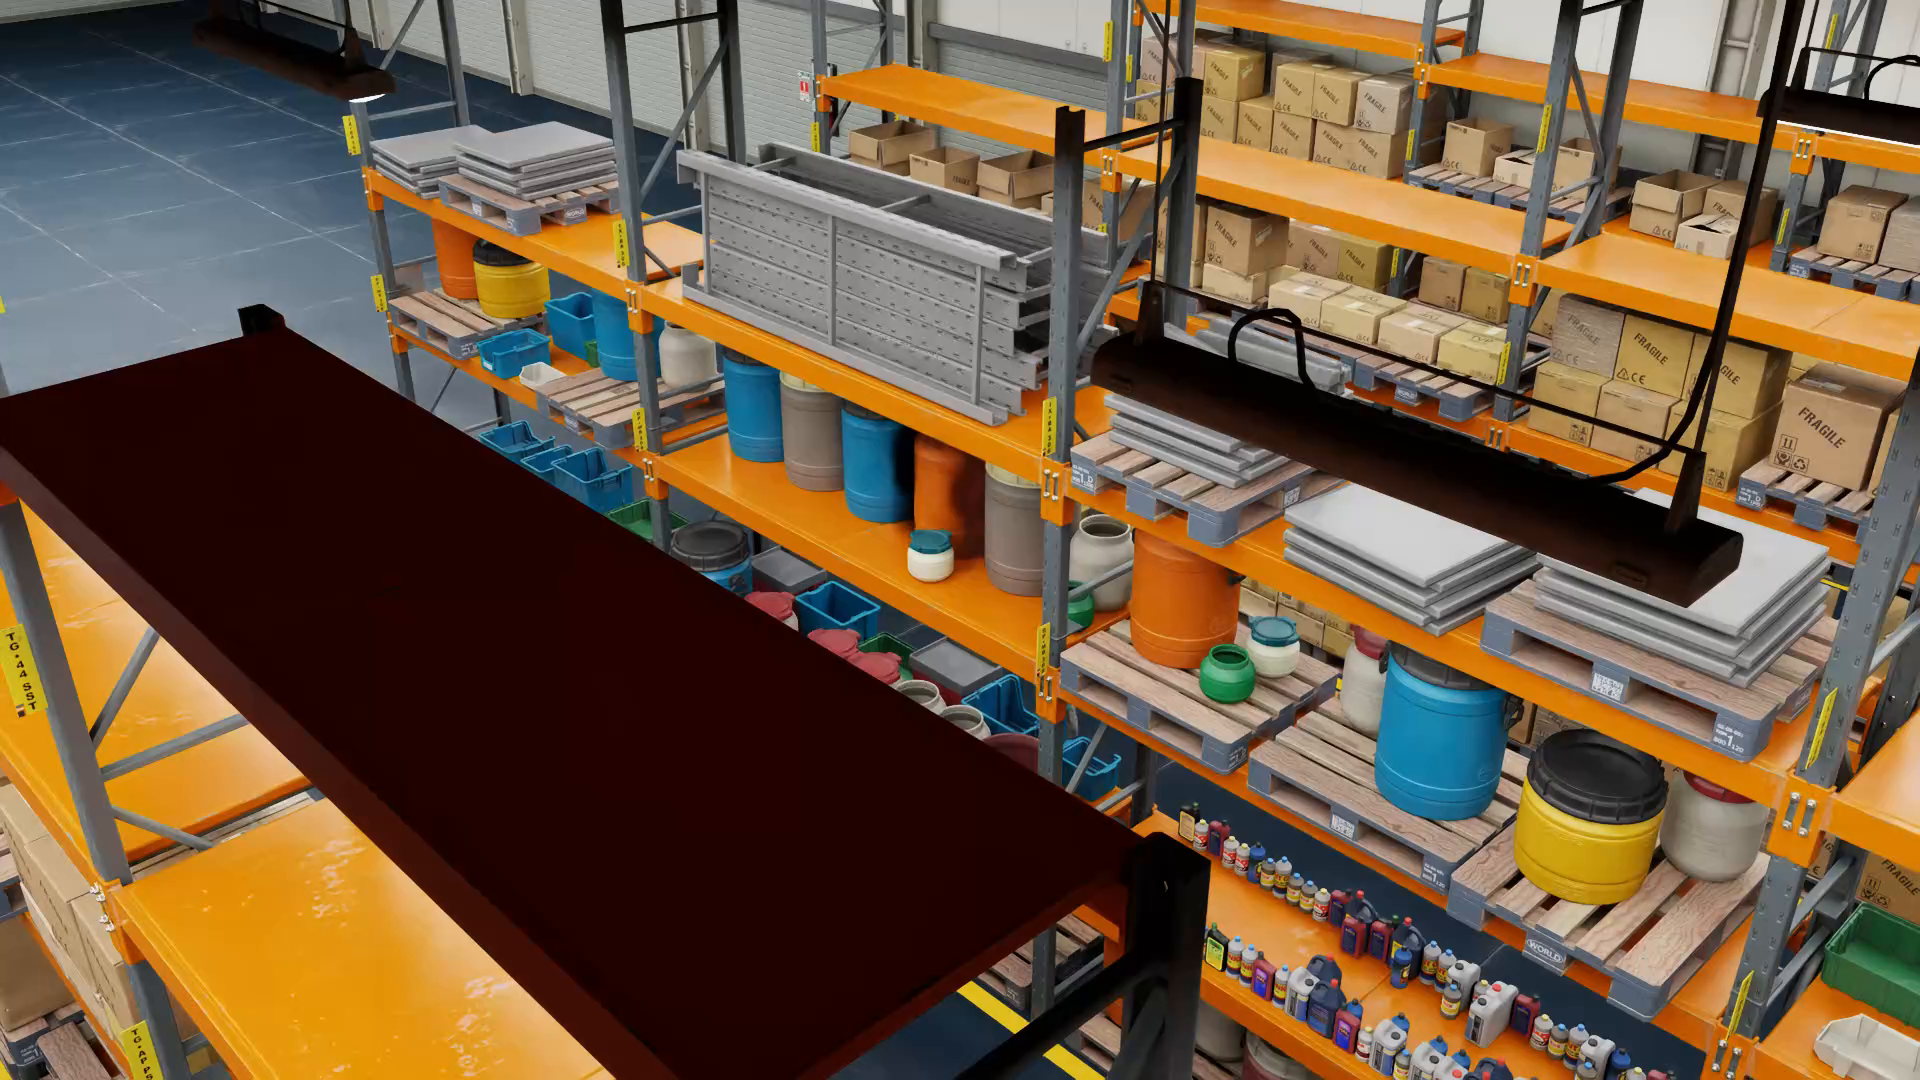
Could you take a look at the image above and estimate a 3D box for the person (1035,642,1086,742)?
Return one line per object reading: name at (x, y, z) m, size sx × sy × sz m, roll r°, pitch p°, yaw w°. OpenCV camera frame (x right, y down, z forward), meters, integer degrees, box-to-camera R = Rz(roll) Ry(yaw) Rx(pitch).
person at (0.819, 1.023, 13.176) m, size 0.515 × 1.757 × 0.503 m, roll -7°, pitch 29°, yaw -12°
